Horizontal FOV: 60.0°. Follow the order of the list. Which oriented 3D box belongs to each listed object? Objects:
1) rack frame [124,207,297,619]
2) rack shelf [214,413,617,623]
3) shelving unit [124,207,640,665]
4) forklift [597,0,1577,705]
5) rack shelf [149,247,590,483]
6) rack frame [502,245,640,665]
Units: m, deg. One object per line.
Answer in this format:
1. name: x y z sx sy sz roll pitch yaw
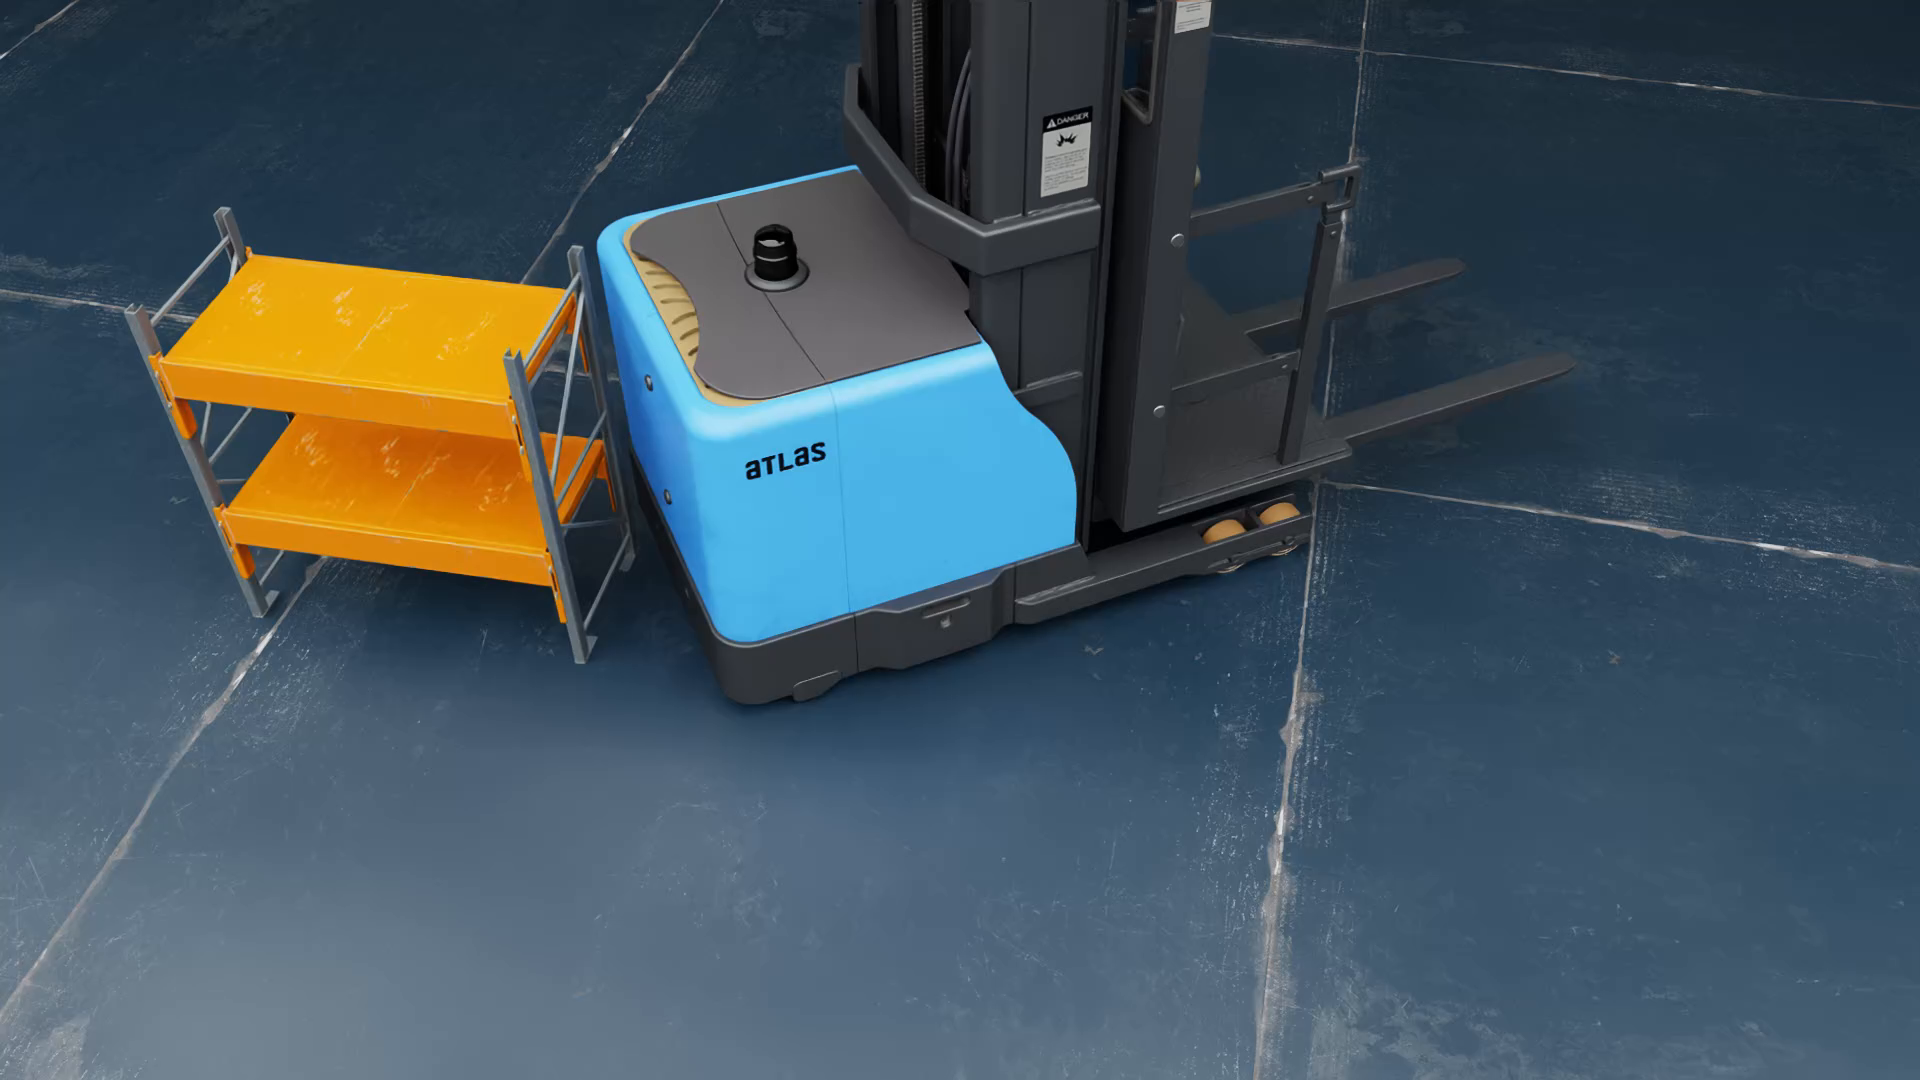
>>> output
1. rack frame: -2.066 -0.341 4.793 0.032 1.125 0.500 7 44 8
2. rack shelf: -1.567 -0.100 4.895 1.000 0.278 0.538 7 44 8
3. shelving unit: -1.567 -0.276 4.726 1.048 1.125 0.538 7 44 8
4. forklift: 0.539 -1.273 4.459 3.031 2.935 1.130 -17 46 -17
5. rack shelf: -1.567 -0.487 4.523 1.000 0.278 0.538 7 44 8
6. rack frame: -1.067 -0.212 4.659 0.032 1.125 0.500 7 44 8
